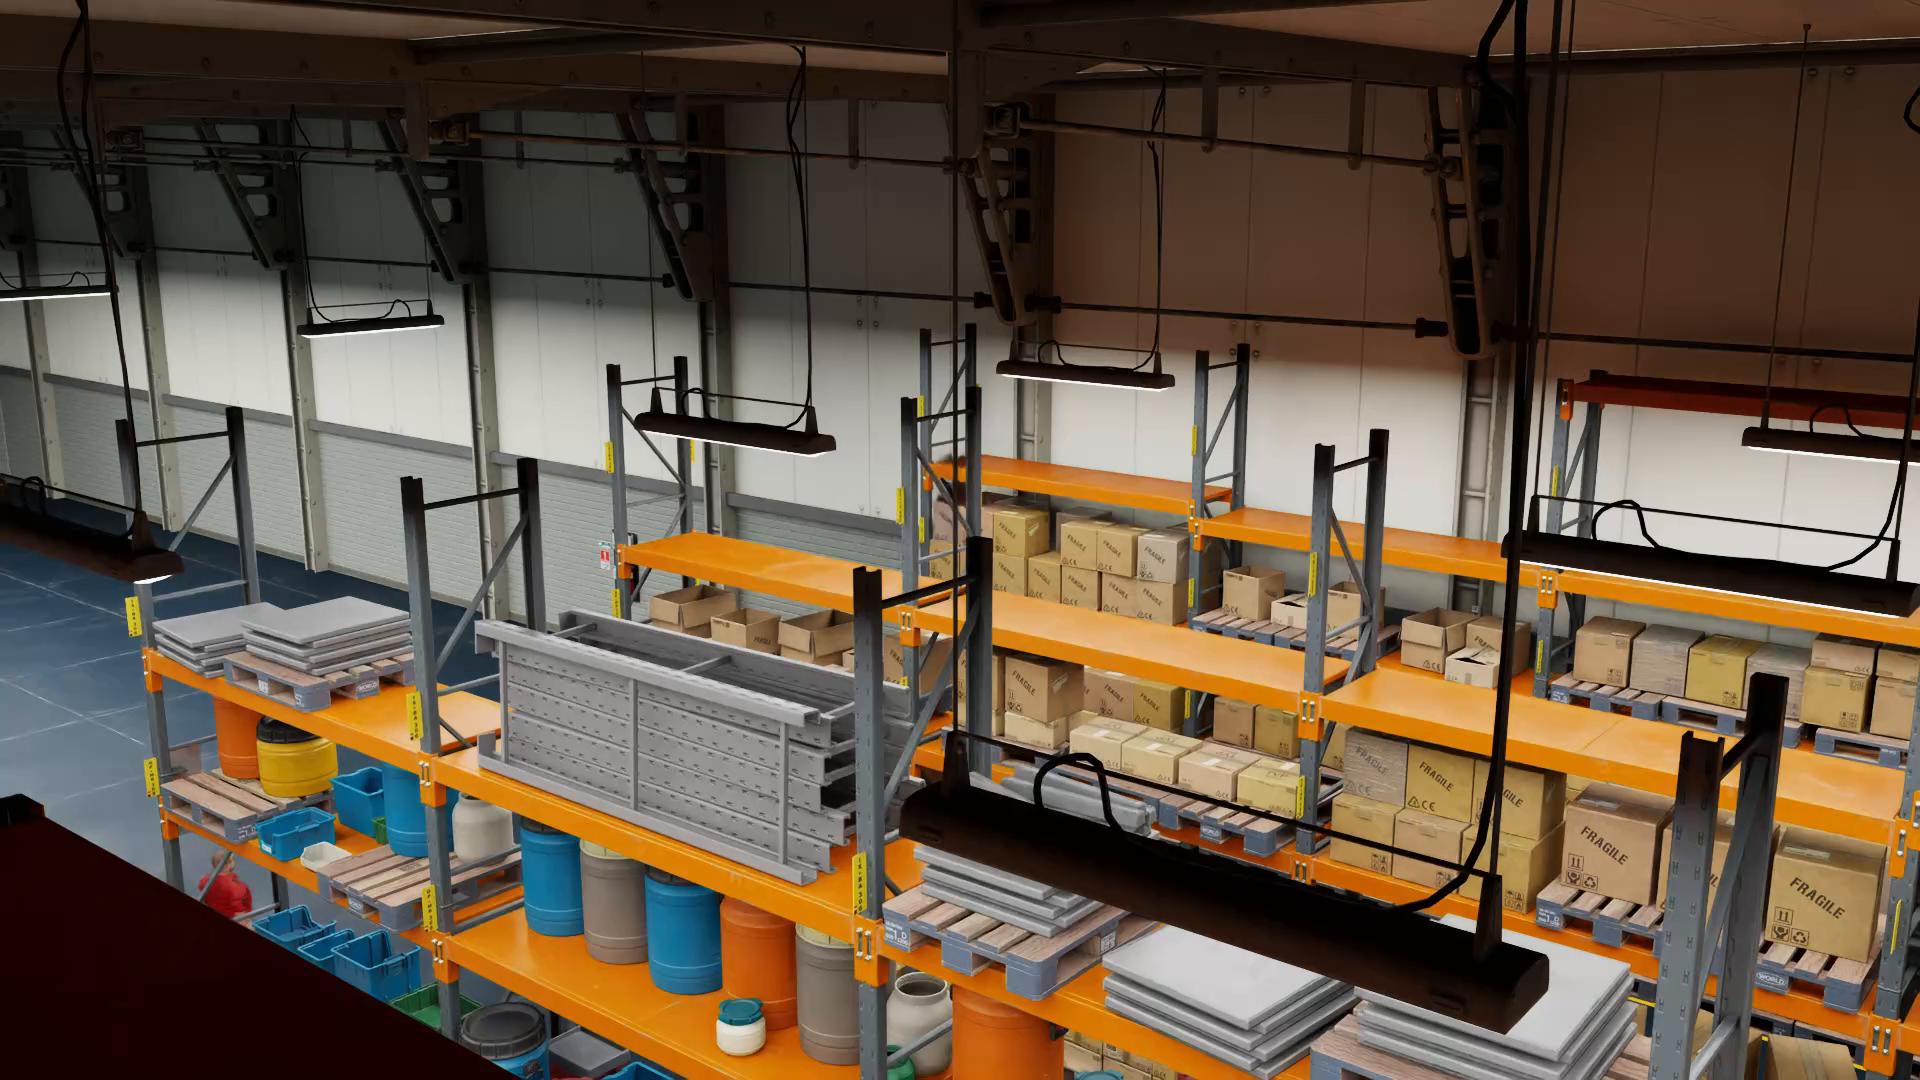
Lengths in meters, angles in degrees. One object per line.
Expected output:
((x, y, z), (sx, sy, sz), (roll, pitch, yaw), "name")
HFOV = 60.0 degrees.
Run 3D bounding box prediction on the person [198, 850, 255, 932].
((-6.942, 3.741, 15.797), (0.516, 1.703, 0.839), (2, 13, 10), "person")
